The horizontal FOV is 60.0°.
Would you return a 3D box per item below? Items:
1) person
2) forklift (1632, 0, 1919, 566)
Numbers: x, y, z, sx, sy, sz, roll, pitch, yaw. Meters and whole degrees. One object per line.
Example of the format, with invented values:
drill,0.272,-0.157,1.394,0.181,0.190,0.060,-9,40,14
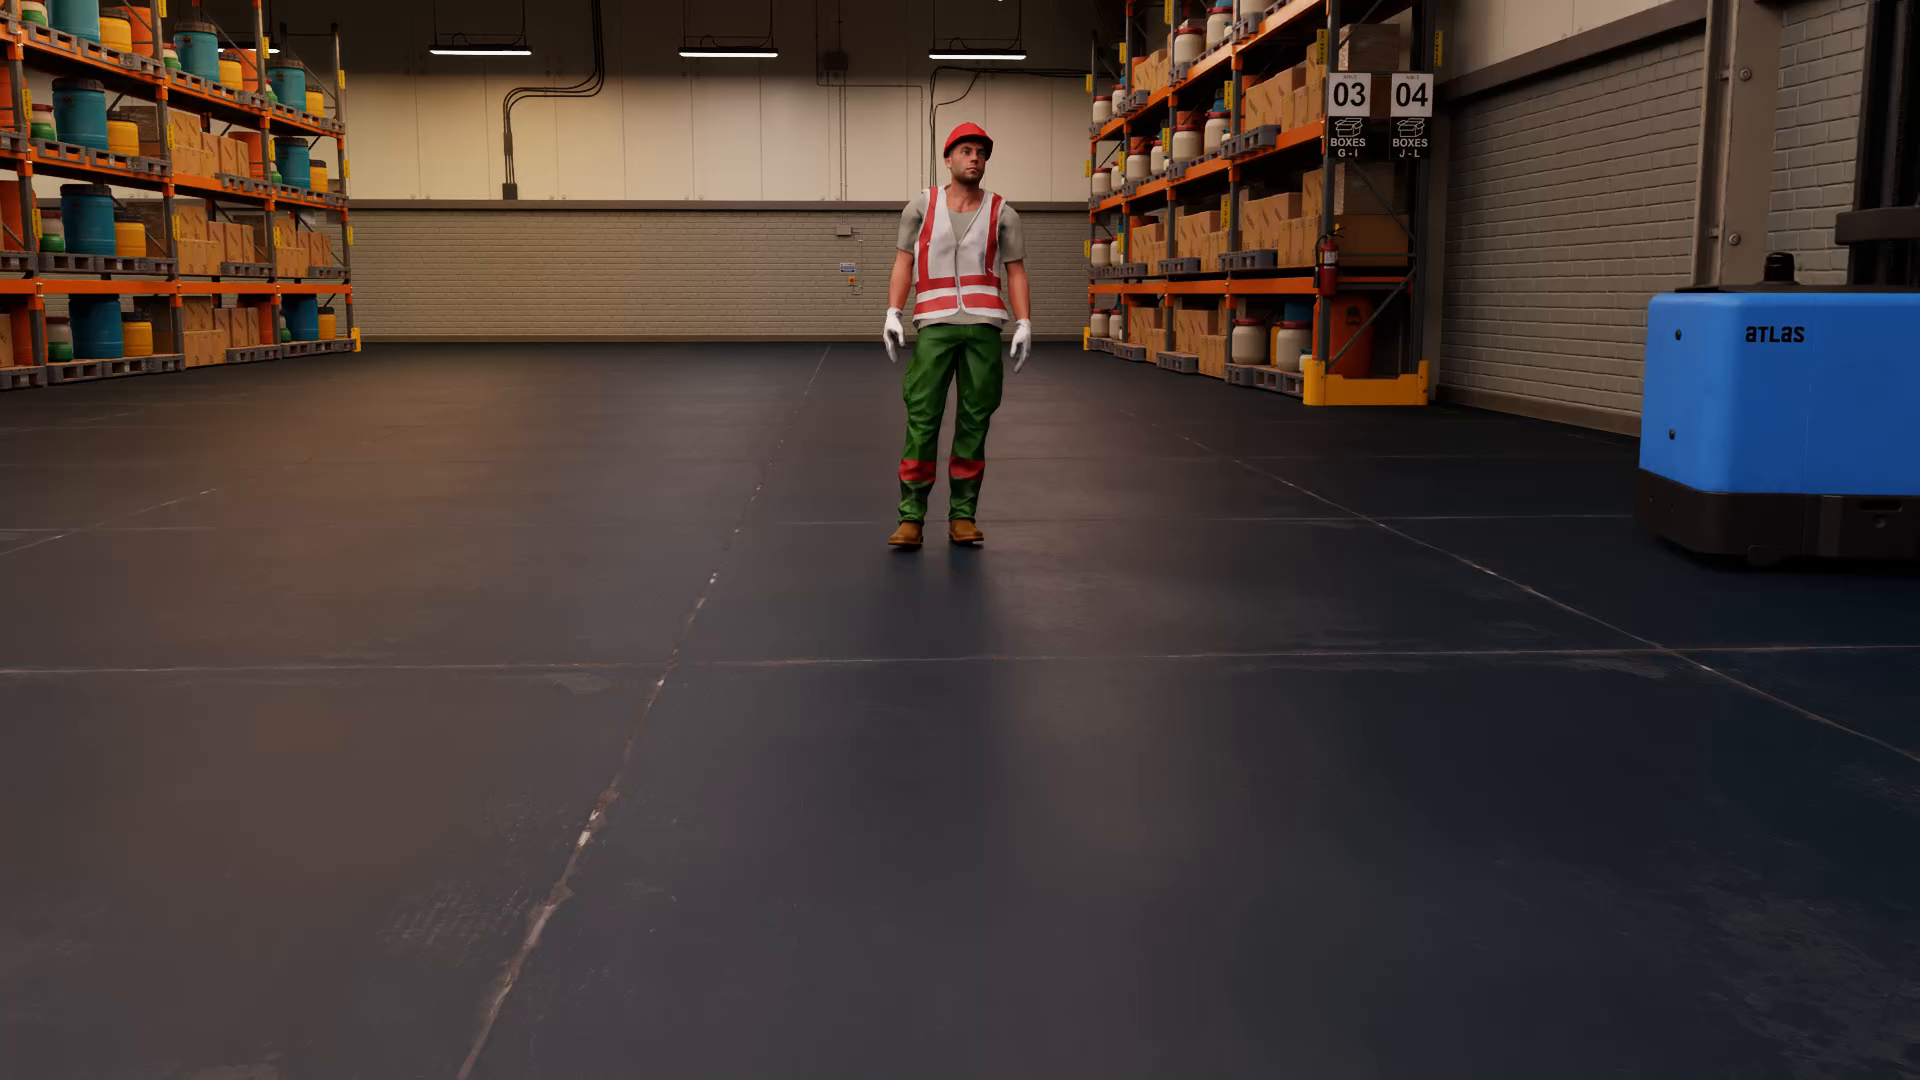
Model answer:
person,-0.007,-0.880,7.097,0.637,1.790,0.562,-1,8,-4
forklift,4.432,-1.371,6.561,3.031,2.935,1.130,1,9,7
